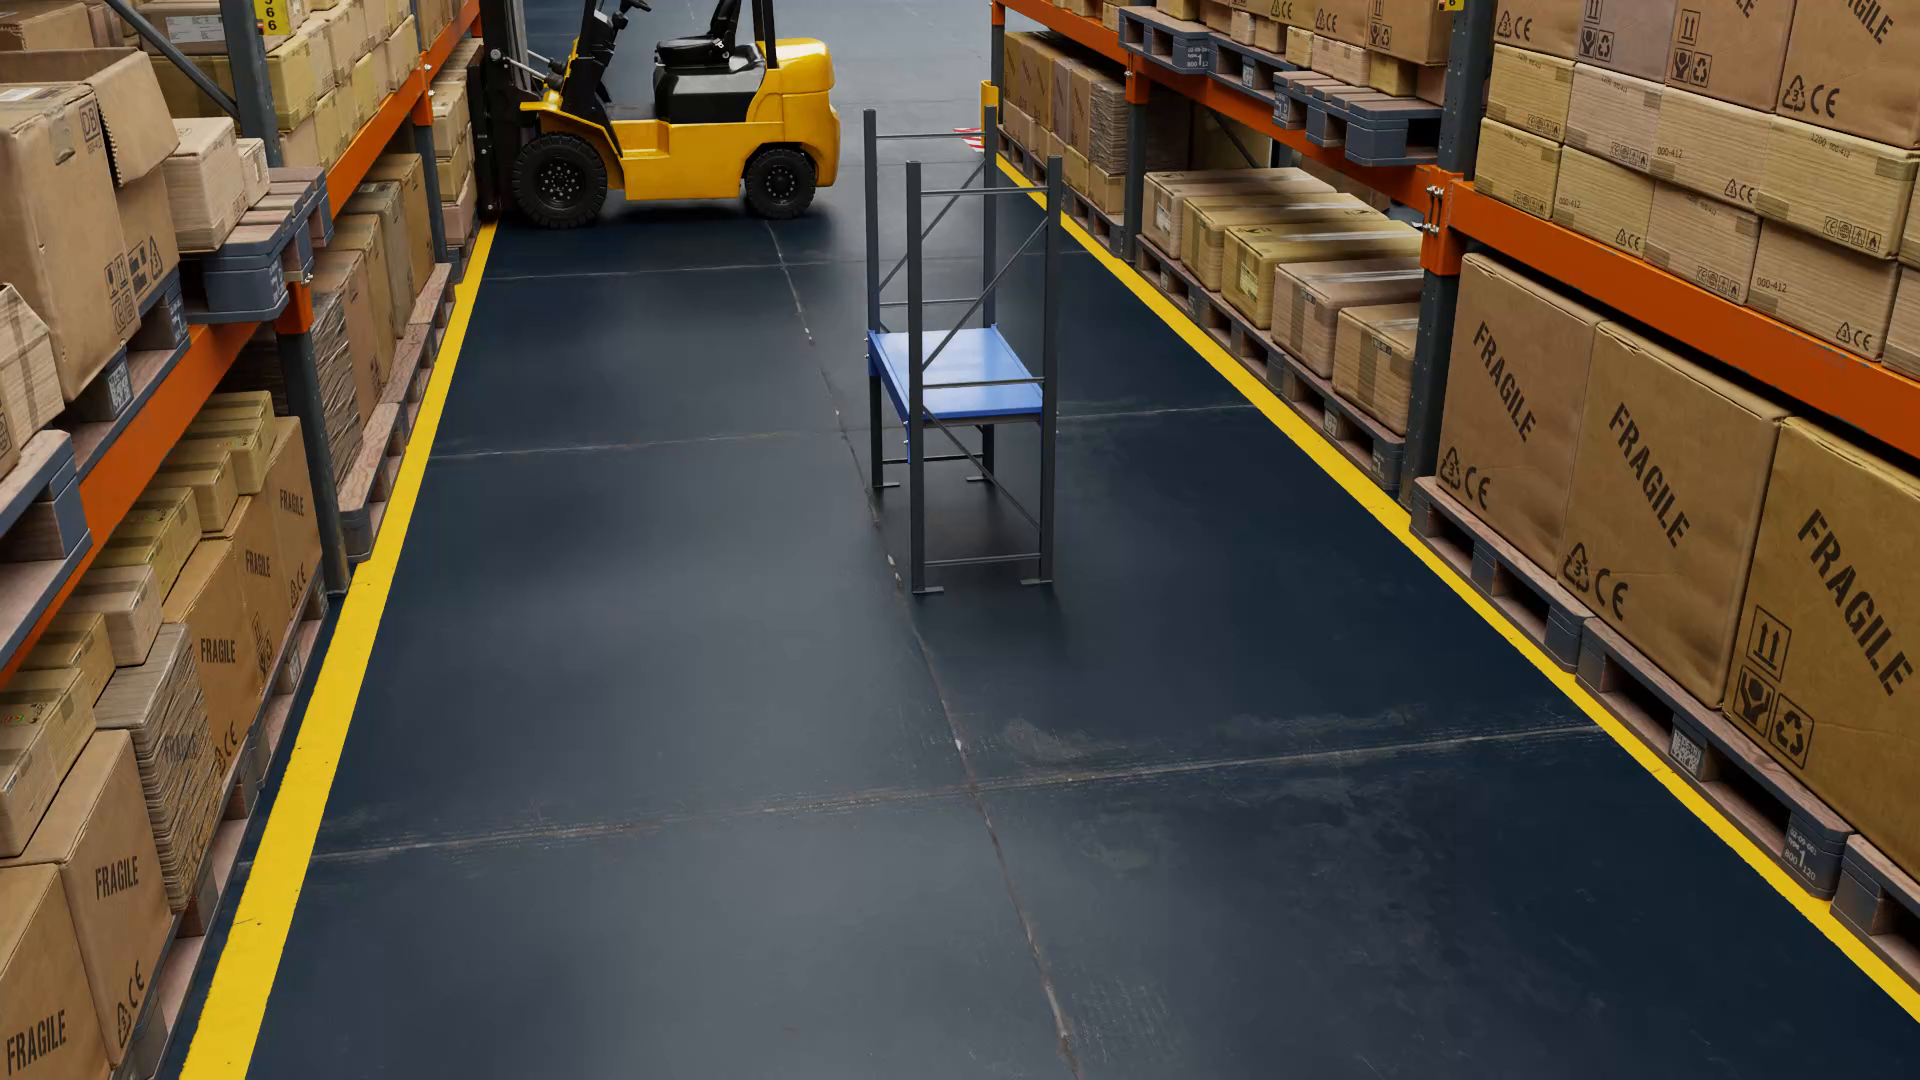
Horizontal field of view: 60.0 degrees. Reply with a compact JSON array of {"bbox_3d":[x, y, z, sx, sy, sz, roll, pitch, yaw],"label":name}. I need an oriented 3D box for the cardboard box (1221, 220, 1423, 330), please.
[{"bbox_3d":[1.861,-1.334,8.314,0.950,0.372,0.625,-4,24,-8],"label":"cardboard box"}]

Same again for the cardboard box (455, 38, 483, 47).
[{"bbox_3d":[-3.731,-3.544,12.279,0.500,0.250,0.500,-4,24,-8],"label":"cardboard box"}]

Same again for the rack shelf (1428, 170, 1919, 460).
[{"bbox_3d":[2.604,-0.418,4.357,1.077,0.370,4.000,-4,24,-10],"label":"rack shelf"}]

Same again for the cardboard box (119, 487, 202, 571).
[{"bbox_3d":[-2.212,-0.015,4.324,0.380,0.149,0.250,-4,24,-8],"label":"cardboard box"}]

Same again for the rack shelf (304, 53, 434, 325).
[{"bbox_3d":[-3.013,-1.622,7.115,1.077,0.370,4.000,-4,24,-10],"label":"rack shelf"}]

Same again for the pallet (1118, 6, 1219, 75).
[{"bbox_3d":[1.493,-2.708,8.942,1.003,0.211,1.213,-4,24,-10],"label":"pallet"}]

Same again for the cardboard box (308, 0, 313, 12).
[{"bbox_3d":[-2.673,-2.058,6.279,0.380,0.149,0.250,-4,24,-9],"label":"cardboard box"}]

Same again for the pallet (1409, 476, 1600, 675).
[{"bbox_3d":[2.306,0.060,5.850,1.003,0.211,1.213,-4,24,-10],"label":"pallet"}]

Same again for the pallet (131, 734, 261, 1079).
[{"bbox_3d":[-2.320,0.888,3.953,1.003,0.211,1.213,-4,24,-10],"label":"pallet"}]

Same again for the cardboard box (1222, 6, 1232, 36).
[{"bbox_3d":[1.502,-2.537,8.101,0.380,0.149,0.250,-4,24,-9],"label":"cardboard box"}]

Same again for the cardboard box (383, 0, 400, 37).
[{"bbox_3d":[-2.939,-2.523,7.841,0.500,0.250,0.500,-5,24,-11],"label":"cardboard box"}]

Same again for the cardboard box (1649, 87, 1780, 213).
[{"bbox_3d":[2.260,-1.076,4.530,0.500,0.250,0.500,-4,24,-10],"label":"cardboard box"}]

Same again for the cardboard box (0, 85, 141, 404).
[{"bbox_3d":[-2.014,-0.549,3.110,0.700,0.500,0.500,-4,24,-10],"label":"cardboard box"}]

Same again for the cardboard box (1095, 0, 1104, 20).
[{"bbox_3d":[1.079,-3.401,10.603,0.380,0.149,0.250,-5,24,-10],"label":"cardboard box"}]

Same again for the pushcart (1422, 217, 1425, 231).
[{"bbox_3d":[3.726,-2.094,10.573,1.648,0.377,0.936,-13,27,-28],"label":"pushcart"}]

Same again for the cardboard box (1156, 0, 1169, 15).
[{"bbox_3d":[1.286,-2.944,9.032,0.380,0.149,0.250,-4,24,-9],"label":"cardboard box"}]

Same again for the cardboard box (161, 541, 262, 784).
[{"bbox_3d":[-2.172,0.342,4.318,0.500,0.500,0.500,-3,24,-7],"label":"cardboard box"}]

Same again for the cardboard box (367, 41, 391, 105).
[{"bbox_3d":[-2.872,-2.096,7.489,0.500,0.250,0.500,-4,24,-9],"label":"cardboard box"}]

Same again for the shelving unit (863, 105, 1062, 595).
[{"bbox_3d":[-0.016,-0.721,6.027,0.538,1.500,1.048,-4,24,-10],"label":"shelving unit"}]

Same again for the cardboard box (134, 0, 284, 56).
[{"bbox_3d":[-2.413,-1.655,5.357,0.380,0.149,0.250,-4,24,-8],"label":"cardboard box"}]

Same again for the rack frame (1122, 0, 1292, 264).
[{"bbox_3d":[1.495,-3.107,9.617,1.000,3.000,0.127,-4,24,-10],"label":"rack frame"}]

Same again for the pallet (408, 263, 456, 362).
[{"bbox_3d":[-3.208,-1.174,8.674,1.003,0.211,1.213,-4,24,-10],"label":"pallet"}]

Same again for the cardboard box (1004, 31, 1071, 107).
[{"bbox_3d":[0.637,-3.610,12.741,0.500,0.500,0.500,-5,24,-12],"label":"cardboard box"}]

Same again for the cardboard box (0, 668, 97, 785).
[{"bbox_3d":[-2.011,0.394,3.387,0.380,0.149,0.250,-3,24,-8],"label":"cardboard box"}]

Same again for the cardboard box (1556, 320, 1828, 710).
[{"bbox_3d":[2.441,-0.124,4.916,0.875,0.875,0.875,-4,24,-9],"label":"cardboard box"}]

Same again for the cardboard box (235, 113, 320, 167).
[{"bbox_3d":[-2.485,-1.289,5.641,0.500,0.250,0.500,-4,24,-10],"label":"cardboard box"}]

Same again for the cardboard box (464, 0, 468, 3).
[{"bbox_3d":[-3.687,-3.979,11.487,0.500,0.500,0.500,-4,24,-8],"label":"cardboard box"}]

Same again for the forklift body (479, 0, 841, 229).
[{"bbox_3d":[-1.979,-3.312,11.146,2.313,2.155,1.214,-4,24,-10],"label":"forklift body"}]

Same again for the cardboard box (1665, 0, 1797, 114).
[{"bbox_3d":[2.267,-1.427,4.395,0.500,0.500,0.500,-4,24,-8],"label":"cardboard box"}]

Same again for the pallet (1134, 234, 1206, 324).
[{"bbox_3d":[1.640,-1.523,9.474,1.003,0.211,1.213,-4,24,-10],"label":"pallet"}]

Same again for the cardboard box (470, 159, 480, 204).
[{"bbox_3d":[-3.366,-2.285,10.645,0.500,0.250,0.500,-4,24,-9],"label":"cardboard box"}]

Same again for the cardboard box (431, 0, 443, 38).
[{"bbox_3d":[-3.321,-3.182,9.663,0.500,0.500,0.500,-4,24,-9],"label":"cardboard box"}]

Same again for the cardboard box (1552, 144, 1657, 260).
[{"bbox_3d":[2.190,-1.053,5.102,0.500,0.250,0.500,-5,24,-11],"label":"cardboard box"}]

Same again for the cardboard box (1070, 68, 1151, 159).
[{"bbox_3d":[1.026,-2.796,10.878,0.500,0.500,0.500,-4,24,-9],"label":"cardboard box"}]

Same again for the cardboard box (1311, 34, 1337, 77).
[{"bbox_3d":[1.692,-2.018,6.913,0.380,0.149,0.250,-5,24,-12],"label":"cardboard box"}]

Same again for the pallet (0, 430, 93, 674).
[{"bbox_3d":[-1.944,0.174,2.344,1.003,0.211,1.213,-4,24,-10],"label":"pallet"}]

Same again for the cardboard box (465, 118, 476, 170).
[{"bbox_3d":[-3.346,-2.510,10.535,0.500,0.250,0.500,-5,24,-10],"label":"cardboard box"}]

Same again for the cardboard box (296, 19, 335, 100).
[{"bbox_3d":[-2.577,-1.715,5.992,0.500,0.250,0.500,-4,24,-8],"label":"cardboard box"}]

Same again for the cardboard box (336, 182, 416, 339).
[{"bbox_3d":[-3.139,-1.332,7.995,0.875,0.625,0.625,-5,24,-10],"label":"cardboard box"}]

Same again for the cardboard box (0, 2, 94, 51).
[{"bbox_3d":[-2.702,-1.189,4.576,0.500,0.500,0.500,-3,24,-7],"label":"cardboard box"}]

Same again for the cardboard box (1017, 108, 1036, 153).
[{"bbox_3d":[0.719,-3.074,12.451,0.500,0.250,0.500,-3,24,-8],"label":"cardboard box"}]

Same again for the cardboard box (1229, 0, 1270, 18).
[{"bbox_3d":[1.576,-2.683,7.623,0.500,0.500,0.500,-5,24,-12],"label":"cardboard box"}]

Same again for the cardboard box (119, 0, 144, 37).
[{"bbox_3d":[-3.048,-1.822,5.739,0.380,0.149,0.250,-4,24,-10],"label":"cardboard box"}]

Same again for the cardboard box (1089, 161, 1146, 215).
[{"bbox_3d":[1.121,-2.252,10.570,0.500,0.250,0.500,-3,24,-7],"label":"cardboard box"}]

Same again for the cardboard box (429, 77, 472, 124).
[{"bbox_3d":[-3.352,-2.739,10.436,0.500,0.250,0.500,-3,24,-8],"label":"cardboard box"}]
